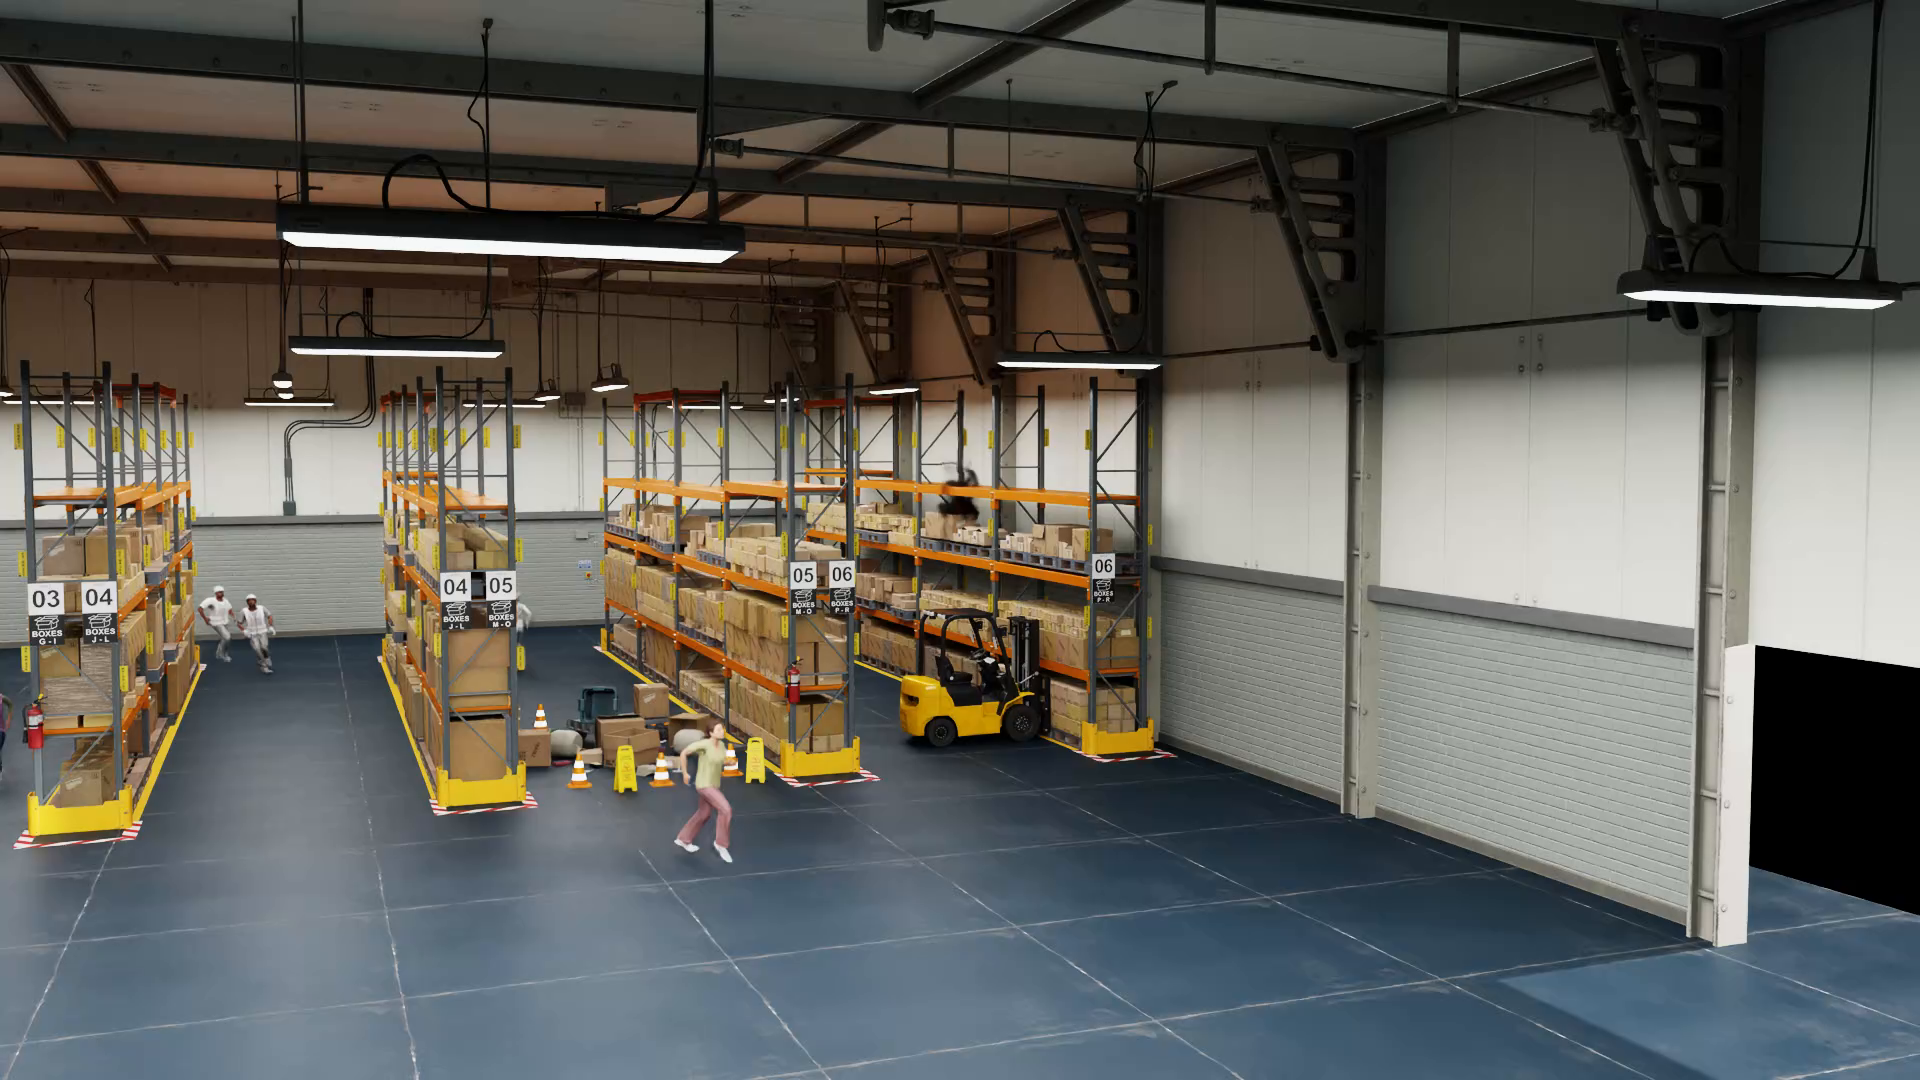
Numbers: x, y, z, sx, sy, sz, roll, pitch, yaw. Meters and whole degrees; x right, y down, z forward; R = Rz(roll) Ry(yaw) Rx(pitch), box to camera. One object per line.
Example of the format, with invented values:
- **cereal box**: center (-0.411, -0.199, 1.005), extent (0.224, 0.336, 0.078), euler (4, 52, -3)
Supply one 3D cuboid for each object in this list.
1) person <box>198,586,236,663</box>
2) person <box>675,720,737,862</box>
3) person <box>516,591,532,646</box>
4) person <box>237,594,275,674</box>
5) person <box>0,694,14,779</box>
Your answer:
- **person**: center (-16.654, 1.904, 37.428), extent (0.643, 1.761, 0.763), euler (1, 4, 21)
- **person**: center (-3.045, 2.979, 19.867), extent (0.817, 1.693, 0.599), euler (1, 4, 23)
- **person**: center (-9.696, 1.979, 36.281), extent (0.580, 1.750, 0.722), euler (-2, 4, -34)
- **person**: center (-15.039, 2.013, 35.544), extent (0.748, 1.713, 0.541), euler (-2, 4, -27)
- **person**: center (-13.816, 2.840, 23.757), extent (0.539, 1.495, 0.951), euler (-1, 4, -20)
